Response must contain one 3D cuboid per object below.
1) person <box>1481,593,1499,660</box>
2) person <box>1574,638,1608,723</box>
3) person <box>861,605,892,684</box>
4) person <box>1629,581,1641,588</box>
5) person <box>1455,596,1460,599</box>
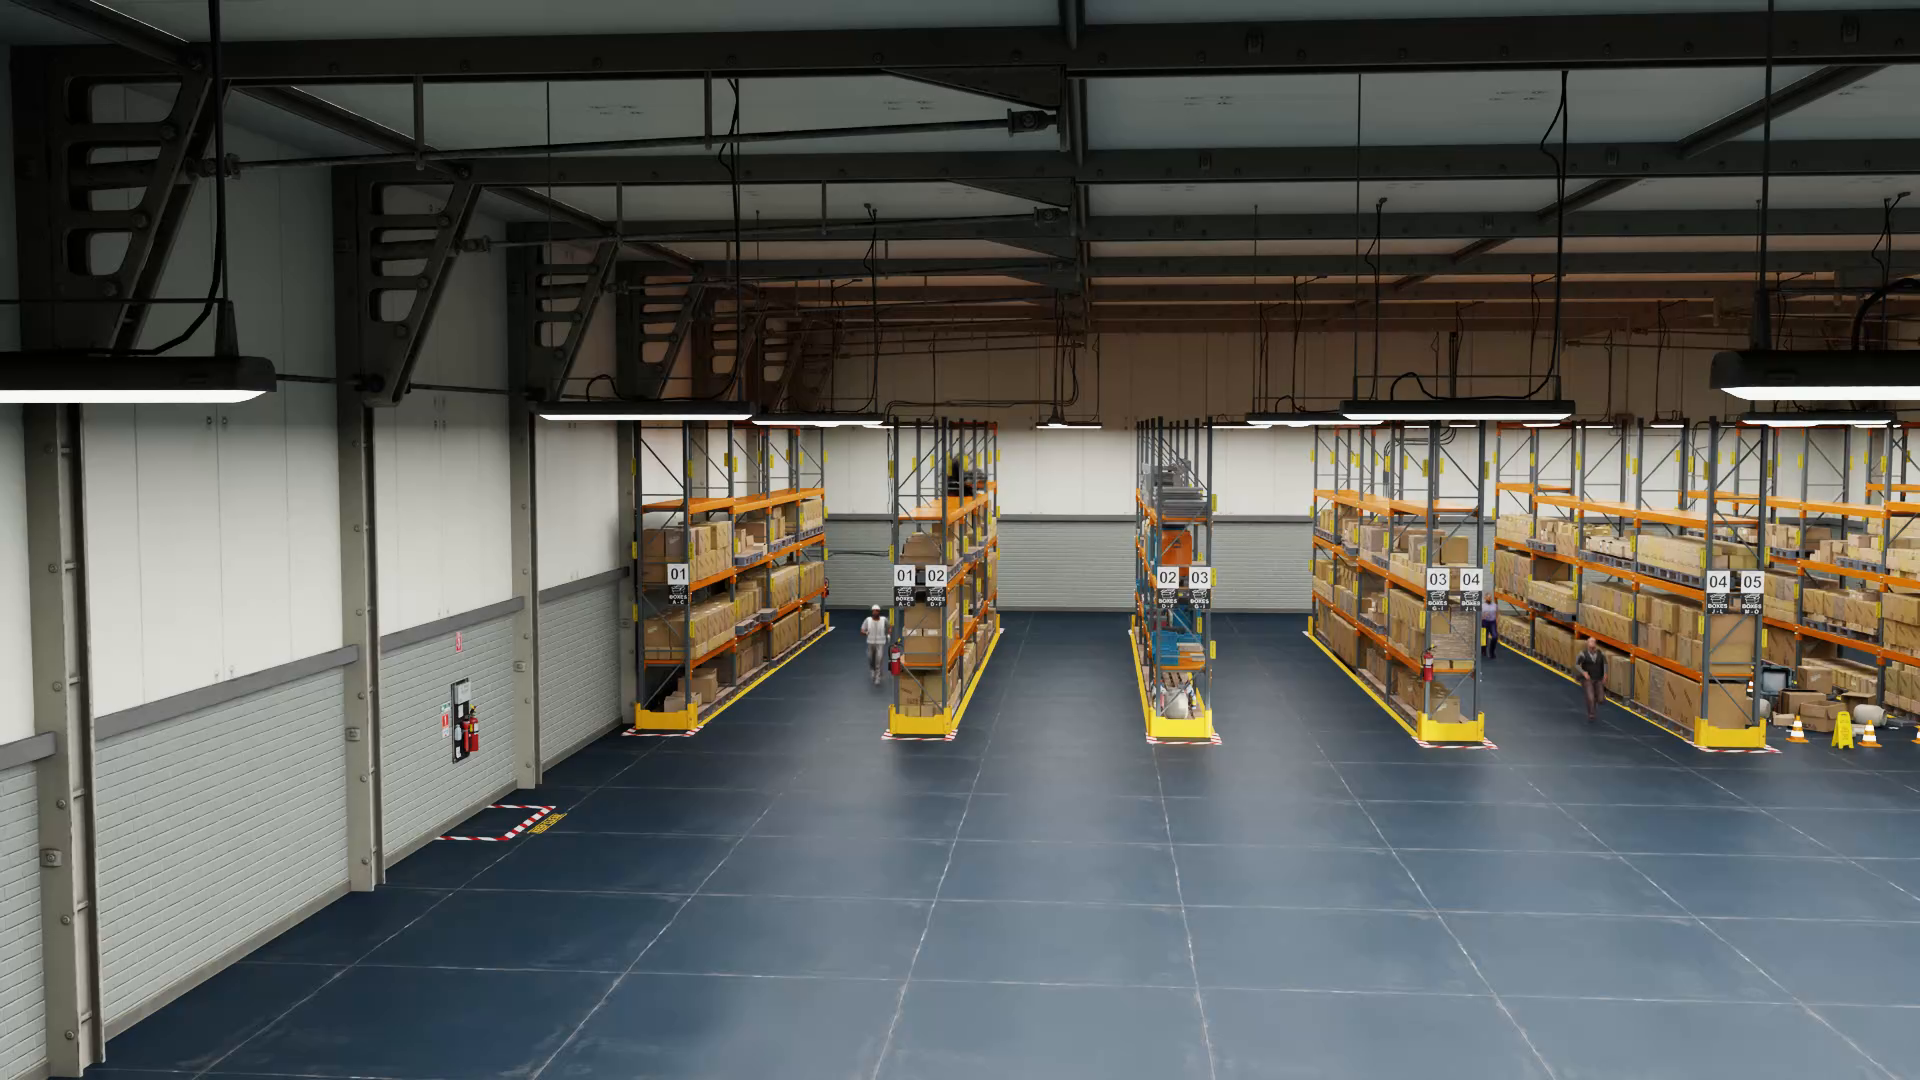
[{"bbox_3d":[13.319,2.181,41.876,0.582,1.691,0.673,0,4,4],"label":"person"},{"bbox_3d":[12.479,2.754,32.870,0.677,1.669,0.645,0,4,1],"label":"person"},{"bbox_3d":[-1.906,2.352,37.727,0.696,1.761,0.991,0,4,3],"label":"person"},{"bbox_3d":[19.155,1.737,47.325,0.709,1.745,0.680,0,4,2],"label":"person"},{"bbox_3d":[13.578,1.869,46.206,0.648,1.645,0.896,2,4,31],"label":"person"}]
